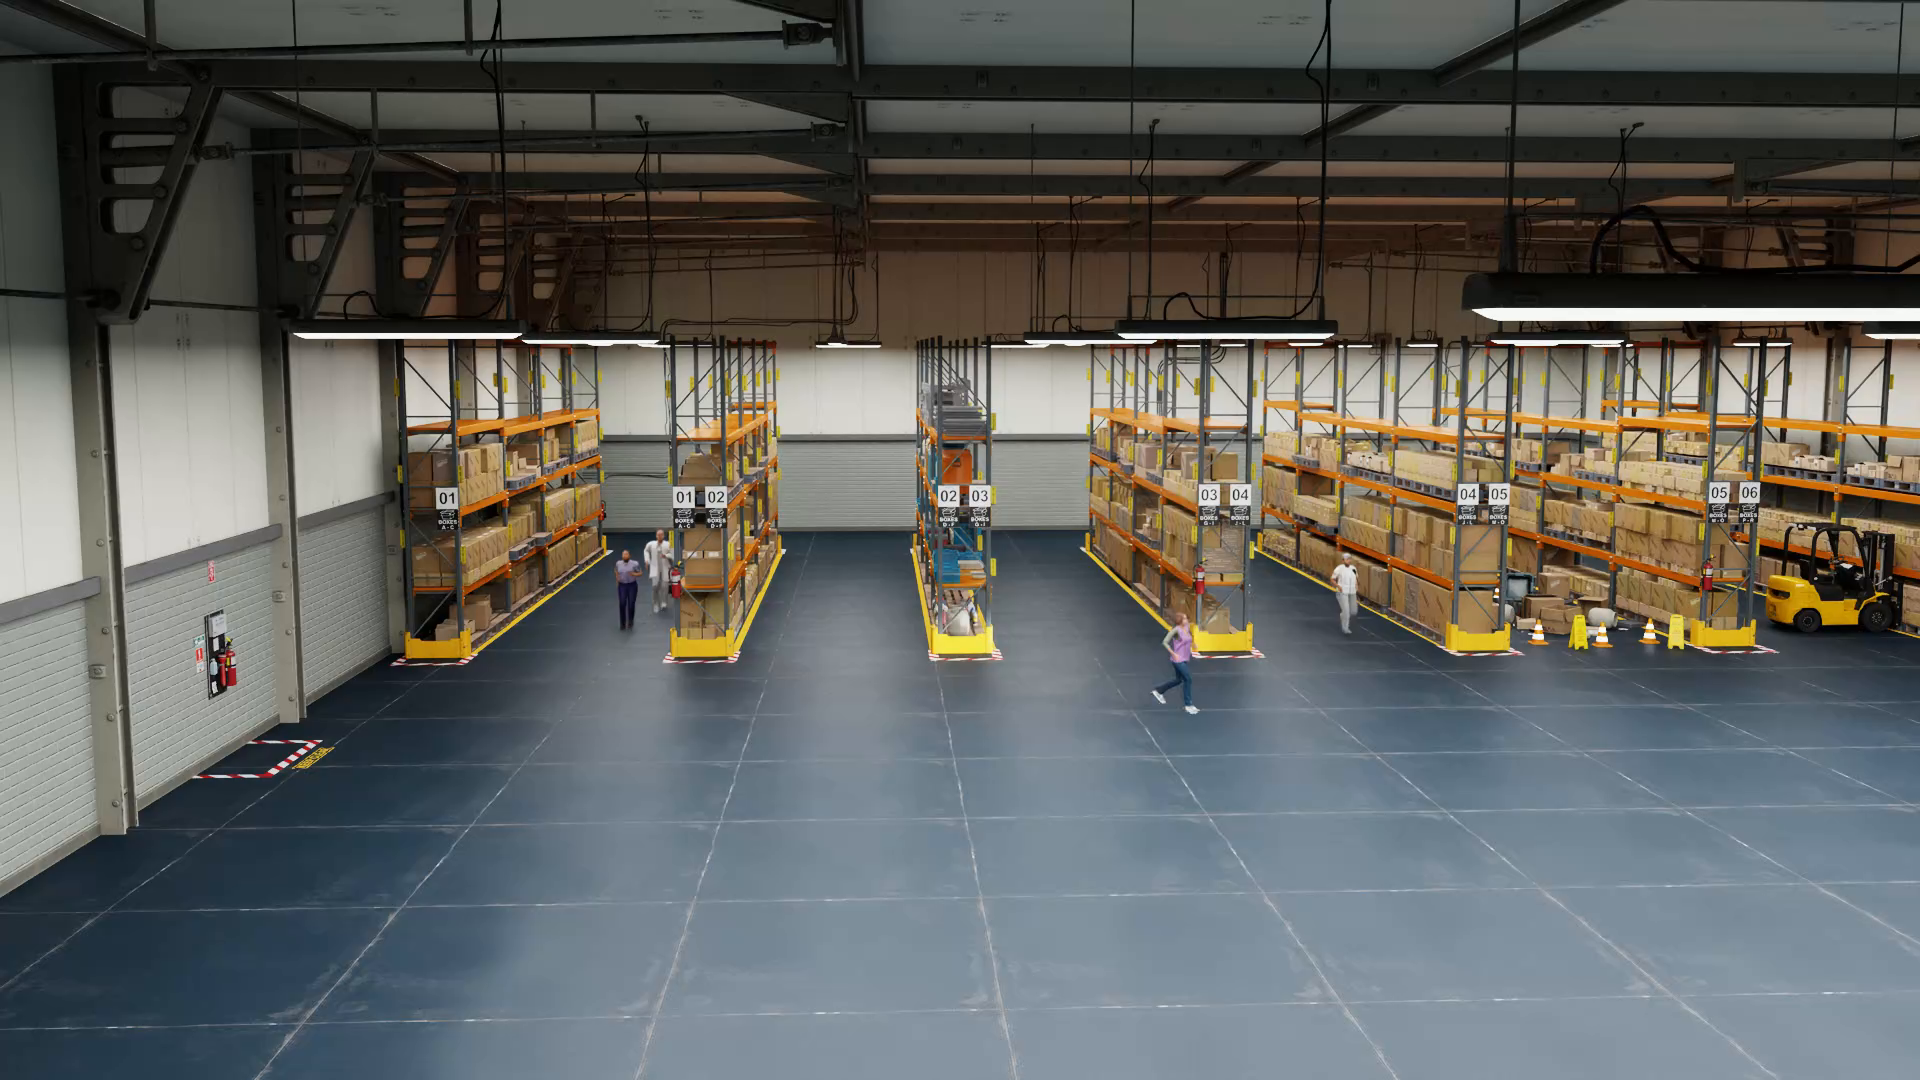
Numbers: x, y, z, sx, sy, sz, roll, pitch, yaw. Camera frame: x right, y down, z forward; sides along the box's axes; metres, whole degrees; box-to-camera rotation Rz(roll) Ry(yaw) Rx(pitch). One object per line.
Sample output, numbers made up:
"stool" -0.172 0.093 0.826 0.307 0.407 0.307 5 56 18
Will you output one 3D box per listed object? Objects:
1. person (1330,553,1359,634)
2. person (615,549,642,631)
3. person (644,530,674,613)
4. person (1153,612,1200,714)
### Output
"person" 7.850 1.080 33.898 0.609 1.604 0.629 -2 7 -14
"person" -6.834 1.034 34.322 0.574 1.719 0.754 -1 7 -6
"person" -6.599 0.692 36.609 0.675 1.846 0.829 -1 7 -11
"person" 3.468 1.931 26.478 0.815 1.606 0.526 4 7 29
